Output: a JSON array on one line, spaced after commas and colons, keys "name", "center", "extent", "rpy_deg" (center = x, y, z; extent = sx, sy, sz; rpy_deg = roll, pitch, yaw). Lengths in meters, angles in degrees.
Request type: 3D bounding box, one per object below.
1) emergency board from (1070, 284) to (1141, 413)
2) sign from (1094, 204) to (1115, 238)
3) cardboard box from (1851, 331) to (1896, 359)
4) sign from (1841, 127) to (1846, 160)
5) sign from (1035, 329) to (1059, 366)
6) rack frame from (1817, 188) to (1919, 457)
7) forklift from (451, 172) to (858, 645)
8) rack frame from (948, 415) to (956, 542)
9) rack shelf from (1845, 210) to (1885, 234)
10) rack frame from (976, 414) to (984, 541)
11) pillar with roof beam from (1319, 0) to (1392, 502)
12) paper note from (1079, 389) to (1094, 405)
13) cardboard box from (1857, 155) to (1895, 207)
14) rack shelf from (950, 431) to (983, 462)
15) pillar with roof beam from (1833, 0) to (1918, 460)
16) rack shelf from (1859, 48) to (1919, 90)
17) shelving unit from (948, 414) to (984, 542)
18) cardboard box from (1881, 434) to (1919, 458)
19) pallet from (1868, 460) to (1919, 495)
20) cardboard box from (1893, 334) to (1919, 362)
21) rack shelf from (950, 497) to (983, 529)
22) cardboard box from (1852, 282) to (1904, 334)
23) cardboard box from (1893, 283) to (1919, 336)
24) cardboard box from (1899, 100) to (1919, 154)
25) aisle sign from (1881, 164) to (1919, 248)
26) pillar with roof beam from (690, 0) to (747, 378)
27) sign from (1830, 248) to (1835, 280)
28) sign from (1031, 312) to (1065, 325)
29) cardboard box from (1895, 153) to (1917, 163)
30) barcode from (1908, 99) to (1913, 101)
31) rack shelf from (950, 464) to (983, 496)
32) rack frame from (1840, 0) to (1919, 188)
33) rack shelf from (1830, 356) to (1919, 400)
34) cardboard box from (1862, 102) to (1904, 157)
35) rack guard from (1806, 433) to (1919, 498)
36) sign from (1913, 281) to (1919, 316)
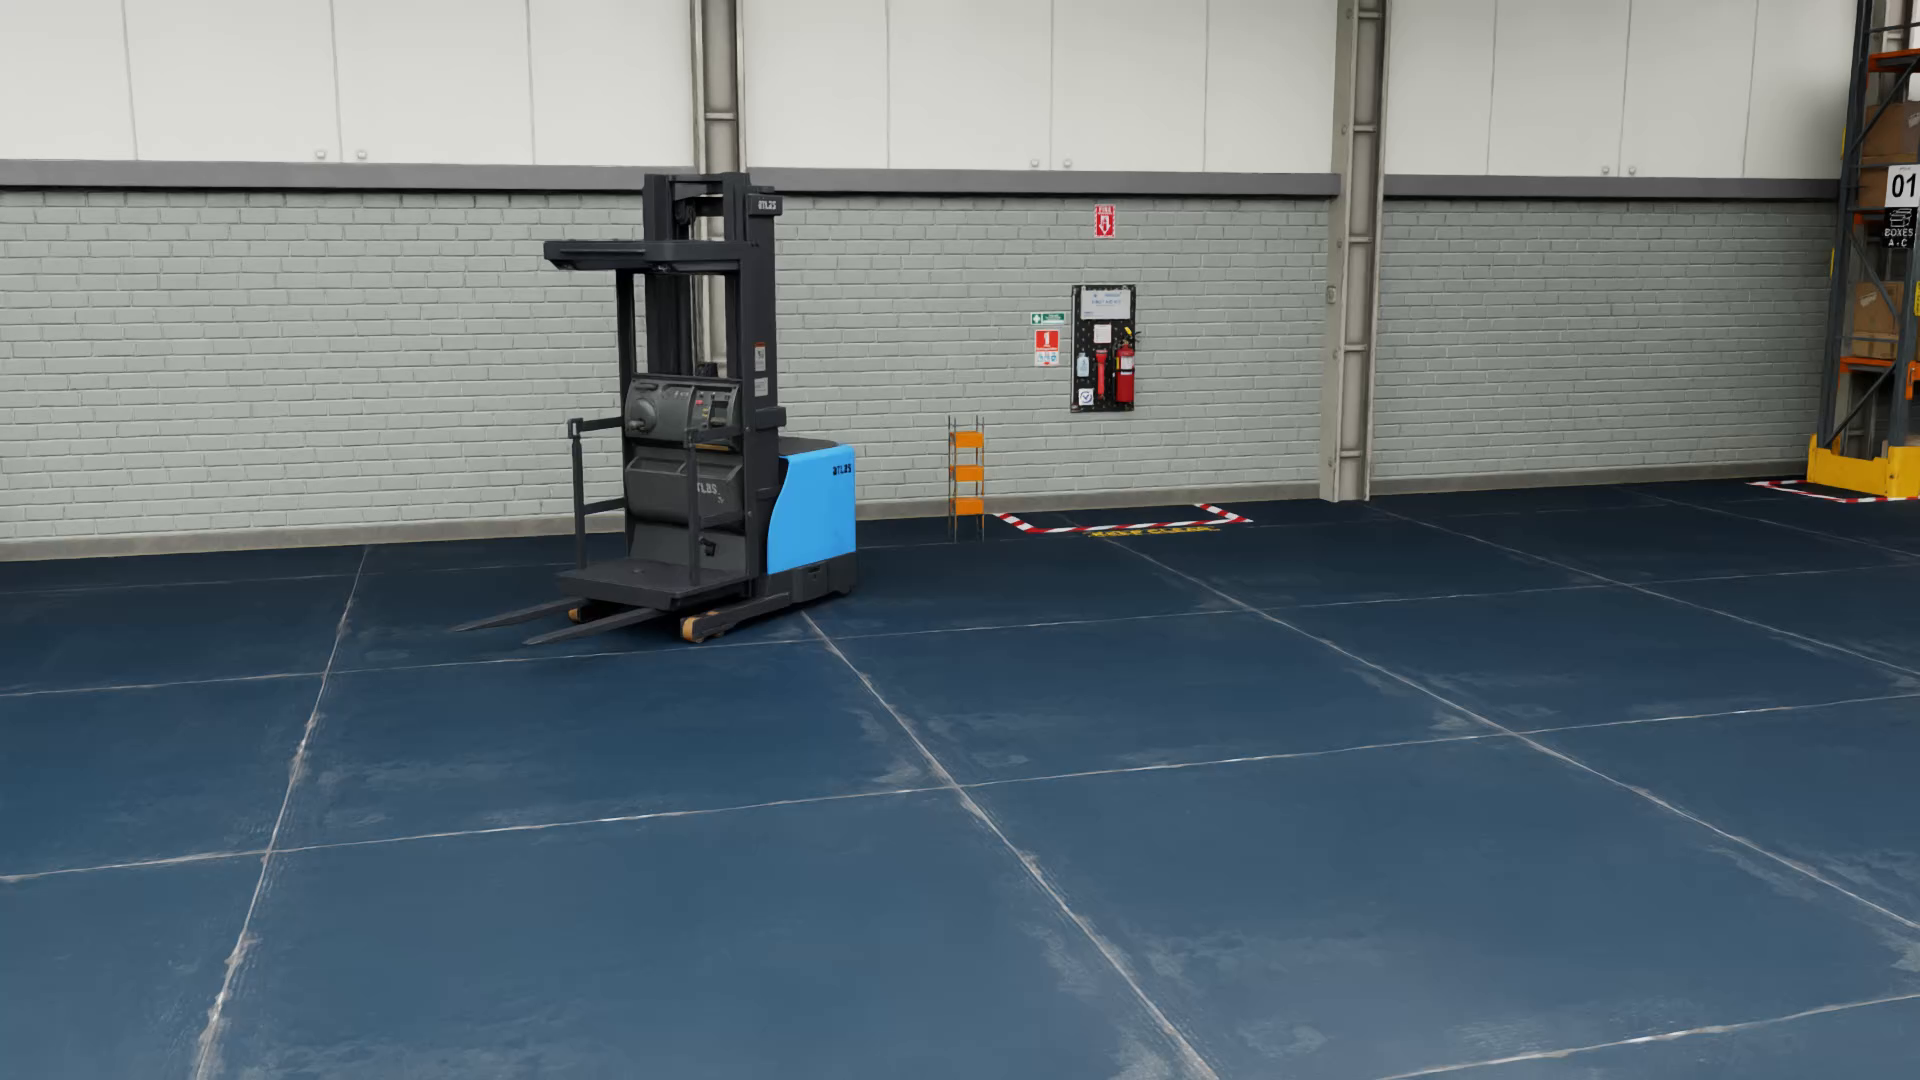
[{"name": "emergency board", "center": [1.358, -1.756, 15.302], "extent": [0.643, 1.169, 0.194], "rpy_deg": [-3, 11, -16]}, {"name": "sign", "center": [1.322, -2.913, 15.184], "extent": [0.199, 0.298, 0.001], "rpy_deg": [-3, 11, -16]}, {"name": "cardboard box", "center": [9.467, -1.986, 16.909], "extent": [0.500, 0.250, 0.500], "rpy_deg": [-3, 11, -15]}, {"name": "sign", "center": [8.936, -4.001, 16.764], "extent": [0.005, 0.325, 0.100], "rpy_deg": [-3, 11, -16]}, {"name": "sign", "center": [0.798, -1.764, 15.245], "extent": [0.234, 0.329, 0.001], "rpy_deg": [-3, 11, -16]}, {"name": "rack frame", "center": [9.072, -1.993, 16.586], "extent": [0.127, 3.000, 1.000], "rpy_deg": [-3, 11, -16]}, {"name": "forklift", "center": [-1.945, -0.886, 10.766], "extent": [1.130, 2.935, 3.031], "rpy_deg": [7, 12, 32]}, {"name": "rack frame", "center": [-0.066, -0.513, 13.933], "extent": [0.008, 1.050, 0.200], "rpy_deg": [-3, 11, -16]}, {"name": "rack shelf", "center": [10.992, -3.215, 16.929], "extent": [4.000, 0.370, 1.077], "rpy_deg": [-3, 11, -16]}, {"name": "rack frame", "center": [0.169, -0.525, 14.000], "extent": [0.008, 1.050, 0.200], "rpy_deg": [-3, 11, -16]}, {"name": "pillar with roof beam", "center": [4.945, -4.077, 11.337], "extent": [0.400, 9.000, 9.100], "rpy_deg": [-3, 11, -16]}, {"name": "paper note", "center": [1.169, -1.326, 15.399], "extent": [0.142, 0.148, 0.016], "rpy_deg": [-3, 11, -16]}, {"name": "cardboard box", "center": [9.402, -3.592, 16.657], "extent": [0.500, 0.500, 0.500], "rpy_deg": [-2, 11, -12]}, {"name": "rack shelf", "center": [0.051, -0.788, 13.917], "extent": [0.240, 0.259, 0.215], "rpy_deg": [-3, 11, -16]}, {"name": "pillar with roof beam", "center": [10.706, -4.381, 12.987], "extent": [0.400, 9.000, 9.100], "rpy_deg": [-3, 11, -16]}, {"name": "rack shelf", "center": [10.992, -4.689, 16.658], "extent": [4.000, 0.370, 1.077], "rpy_deg": [-3, 11, -16]}, {"name": "shelving unit", "center": [0.051, -0.519, 13.966], "extent": [0.252, 1.050, 0.215], "rpy_deg": [-3, 11, -16]}, {"name": "cardboard box", "center": [9.761, -0.906, 16.895], "extent": [0.500, 0.311, 0.500], "rpy_deg": [-4, 11, -22]}, {"name": "pallet", "center": [9.935, -0.660, 17.049], "extent": [1.213, 0.211, 1.003], "rpy_deg": [-3, 11, -16]}, {"name": "cardboard box", "center": [9.629, -1.898, 16.432], "extent": [0.500, 0.250, 0.500], "rpy_deg": [-3, 11, -18]}, {"name": "rack shelf", "center": [0.051, -0.235, 14.018], "extent": [0.240, 0.259, 0.215], "rpy_deg": [-3, 11, -16]}, {"name": "cardboard box", "center": [9.465, -2.358, 16.860], "extent": [0.500, 0.500, 0.500], "rpy_deg": [-3, 11, -17]}, {"name": "cardboard box", "center": [9.614, -2.269, 16.377], "extent": [0.500, 0.500, 0.500], "rpy_deg": [-3, 11, -16]}, {"name": "cardboard box", "center": [9.510, -3.996, 16.089], "extent": [0.500, 0.500, 0.500], "rpy_deg": [-4, 11, -20]}, {"name": "aisle sign", "center": [9.087, -3.215, 16.047], "extent": [0.004, 0.787, 0.394], "rpy_deg": [-3, 11, -16]}, {"name": "pillar with roof beam", "center": [-0.816, -3.773, 9.688], "extent": [0.400, 9.000, 9.100], "rpy_deg": [-3, 11, -16]}, {"name": "sign", "center": [8.936, -2.815, 16.982], "extent": [0.005, 0.325, 0.100], "rpy_deg": [-3, 11, -16]}, {"name": "sign", "center": [0.805, -2.023, 15.189], "extent": [0.331, 0.109, 0.001], "rpy_deg": [-3, 11, -16]}, {"name": "cardboard box", "center": [9.463, -3.500, 16.159], "extent": [0.500, 0.500, 0.500], "rpy_deg": [-3, 11, -14]}, {"name": "barcode", "center": [9.614, -4.427, 16.828], "extent": [0.075, 0.075, 0.001], "rpy_deg": [-3, 11, -16]}, {"name": "rack shelf", "center": [0.051, -0.509, 13.968], "extent": [0.240, 0.259, 0.215], "rpy_deg": [-3, 11, -16]}, {"name": "rack frame", "center": [9.072, -4.943, 16.043], "extent": [0.127, 3.000, 1.000], "rpy_deg": [-3, 11, -16]}, {"name": "rack shelf", "center": [10.992, -1.740, 17.201], "extent": [4.000, 0.370, 1.077], "rpy_deg": [-3, 11, -16]}, {"name": "cardboard box", "center": [9.413, -4.086, 16.578], "extent": [0.500, 0.500, 0.500], "rpy_deg": [-3, 11, -13]}, {"name": "rack guard", "center": [9.145, -0.767, 16.833], "extent": [0.348, 0.500, 1.175], "rpy_deg": [-3, 11, -16]}, {"name": "sign", "center": [9.224, -2.324, 15.995], "extent": [0.005, 0.325, 0.100], "rpy_deg": [-3, 11, -16]}]
